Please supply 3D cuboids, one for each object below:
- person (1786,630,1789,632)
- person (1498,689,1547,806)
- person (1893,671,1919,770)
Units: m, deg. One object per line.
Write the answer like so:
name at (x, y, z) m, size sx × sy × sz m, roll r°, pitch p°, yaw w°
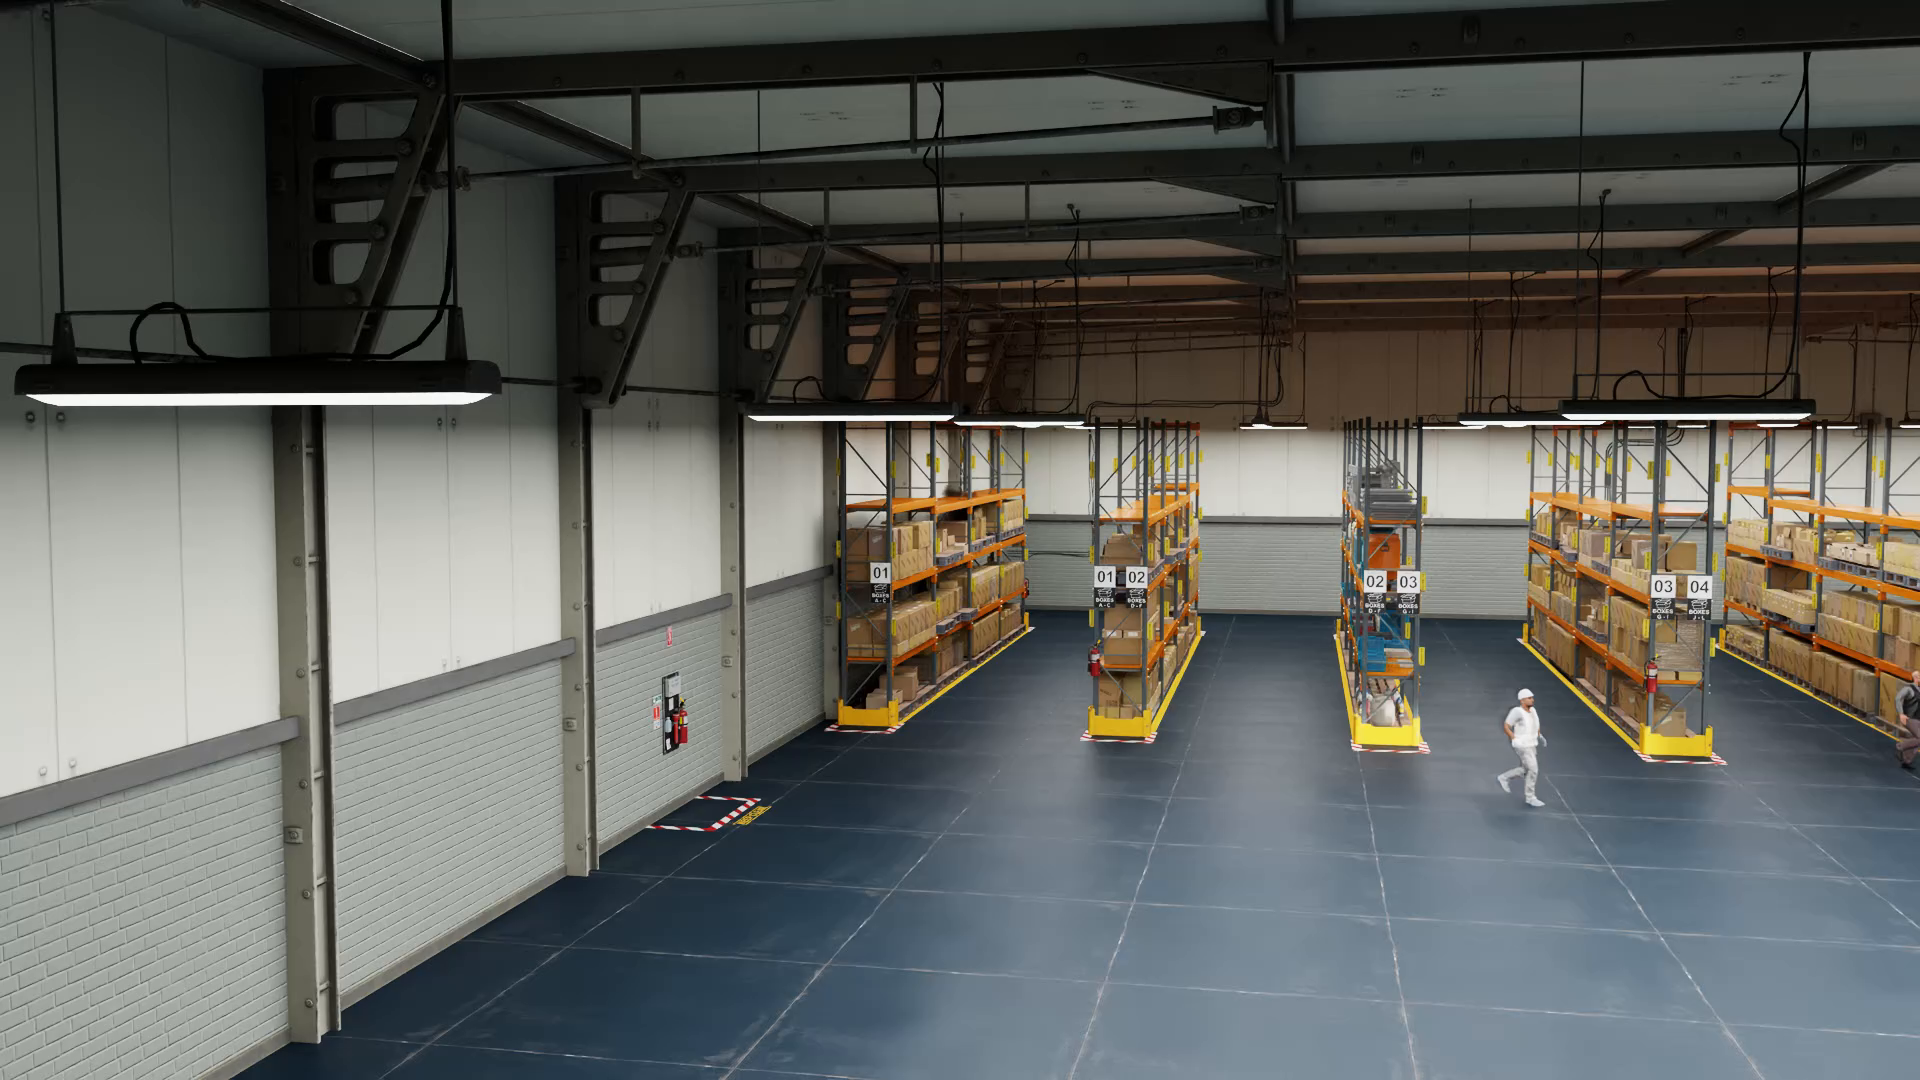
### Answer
person at (22.273, 1.992, 44.424) m, size 0.665 × 1.706 × 0.571 m, roll -1°, pitch 4°, yaw -13°
person at (8.673, 3.176, 25.690) m, size 0.709 × 1.768 × 0.833 m, roll -4°, pitch 5°, yaw -44°
person at (16.294, 3.064, 28.289) m, size 0.681 × 1.648 × 0.527 m, roll -2°, pitch 4°, yaw -26°
